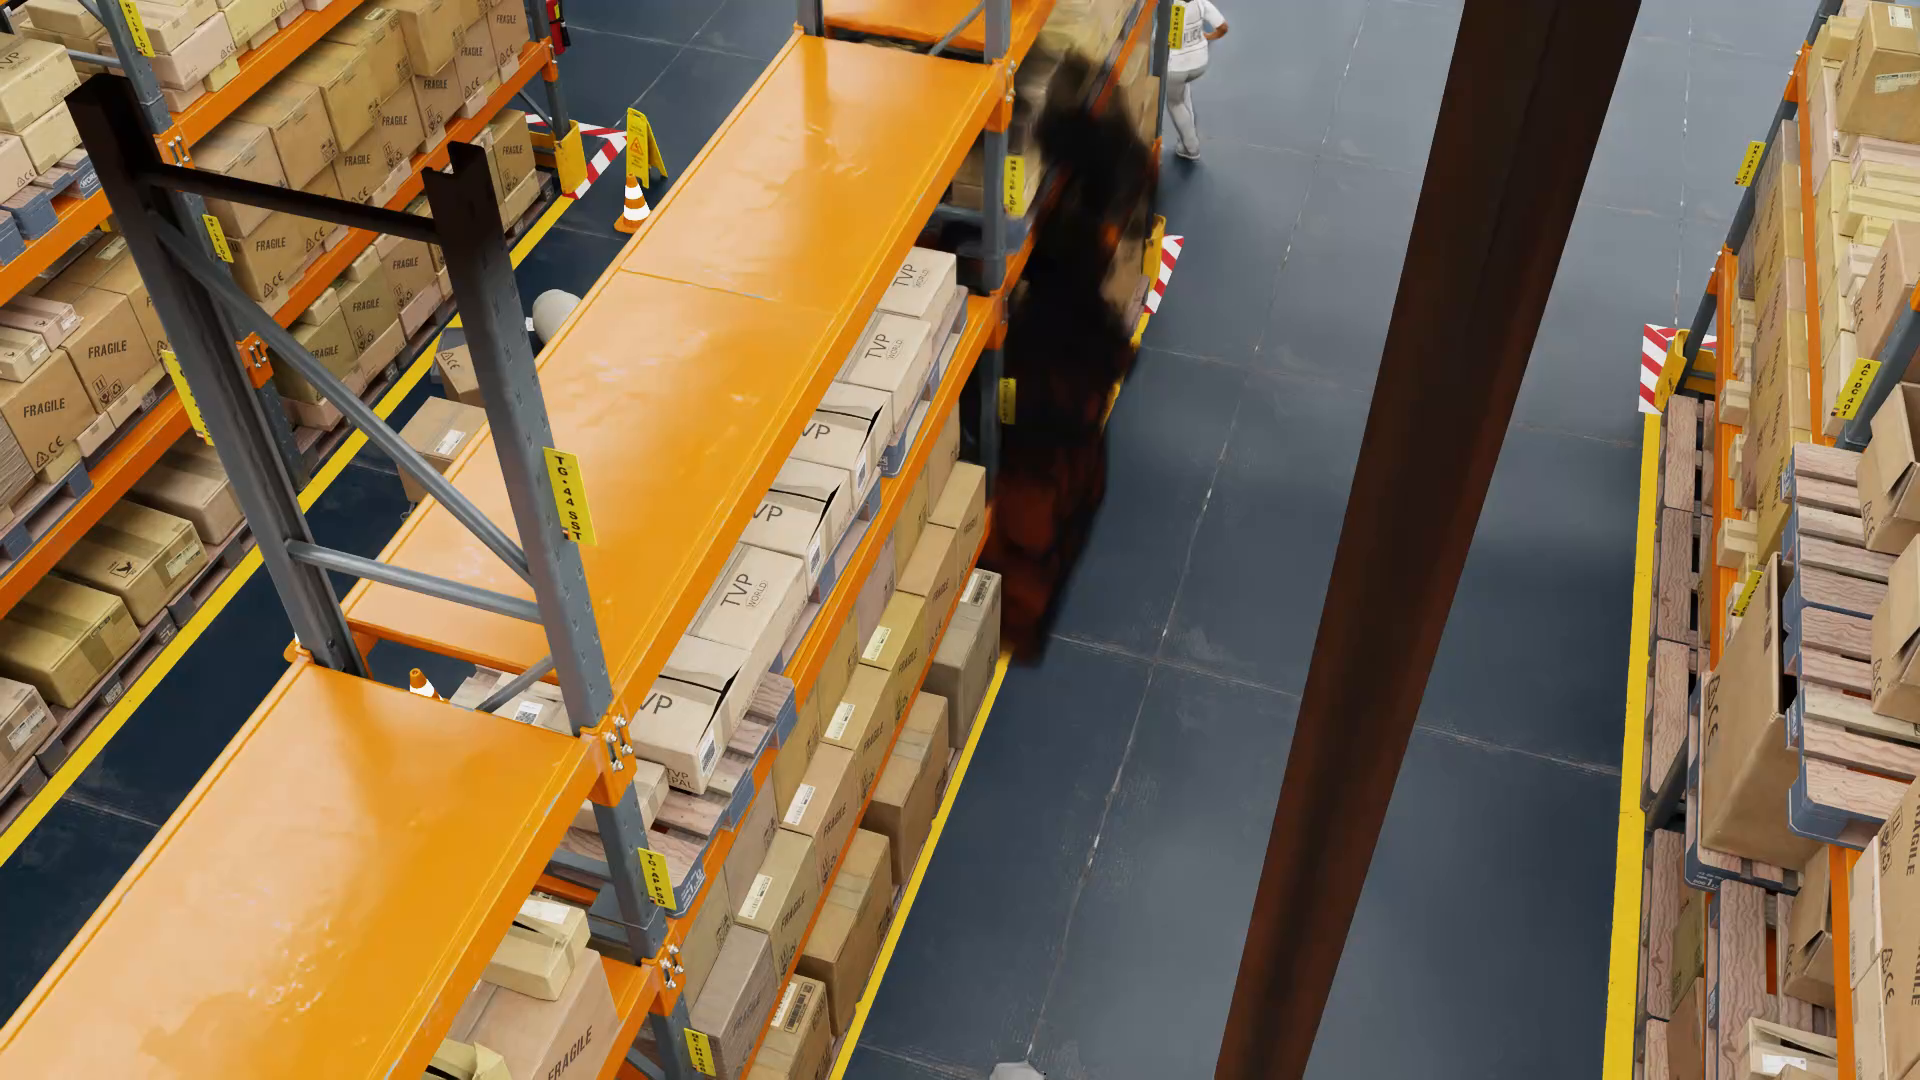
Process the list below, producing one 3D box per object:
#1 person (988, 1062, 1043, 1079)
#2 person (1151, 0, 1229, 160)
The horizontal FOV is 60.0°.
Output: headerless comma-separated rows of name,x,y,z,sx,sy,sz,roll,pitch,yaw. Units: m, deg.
person,0.239,2.707,7.255,0.622,1.603,0.912,12,47,11
person,1.829,-3.939,13.860,0.634,1.683,0.619,-19,49,-17
